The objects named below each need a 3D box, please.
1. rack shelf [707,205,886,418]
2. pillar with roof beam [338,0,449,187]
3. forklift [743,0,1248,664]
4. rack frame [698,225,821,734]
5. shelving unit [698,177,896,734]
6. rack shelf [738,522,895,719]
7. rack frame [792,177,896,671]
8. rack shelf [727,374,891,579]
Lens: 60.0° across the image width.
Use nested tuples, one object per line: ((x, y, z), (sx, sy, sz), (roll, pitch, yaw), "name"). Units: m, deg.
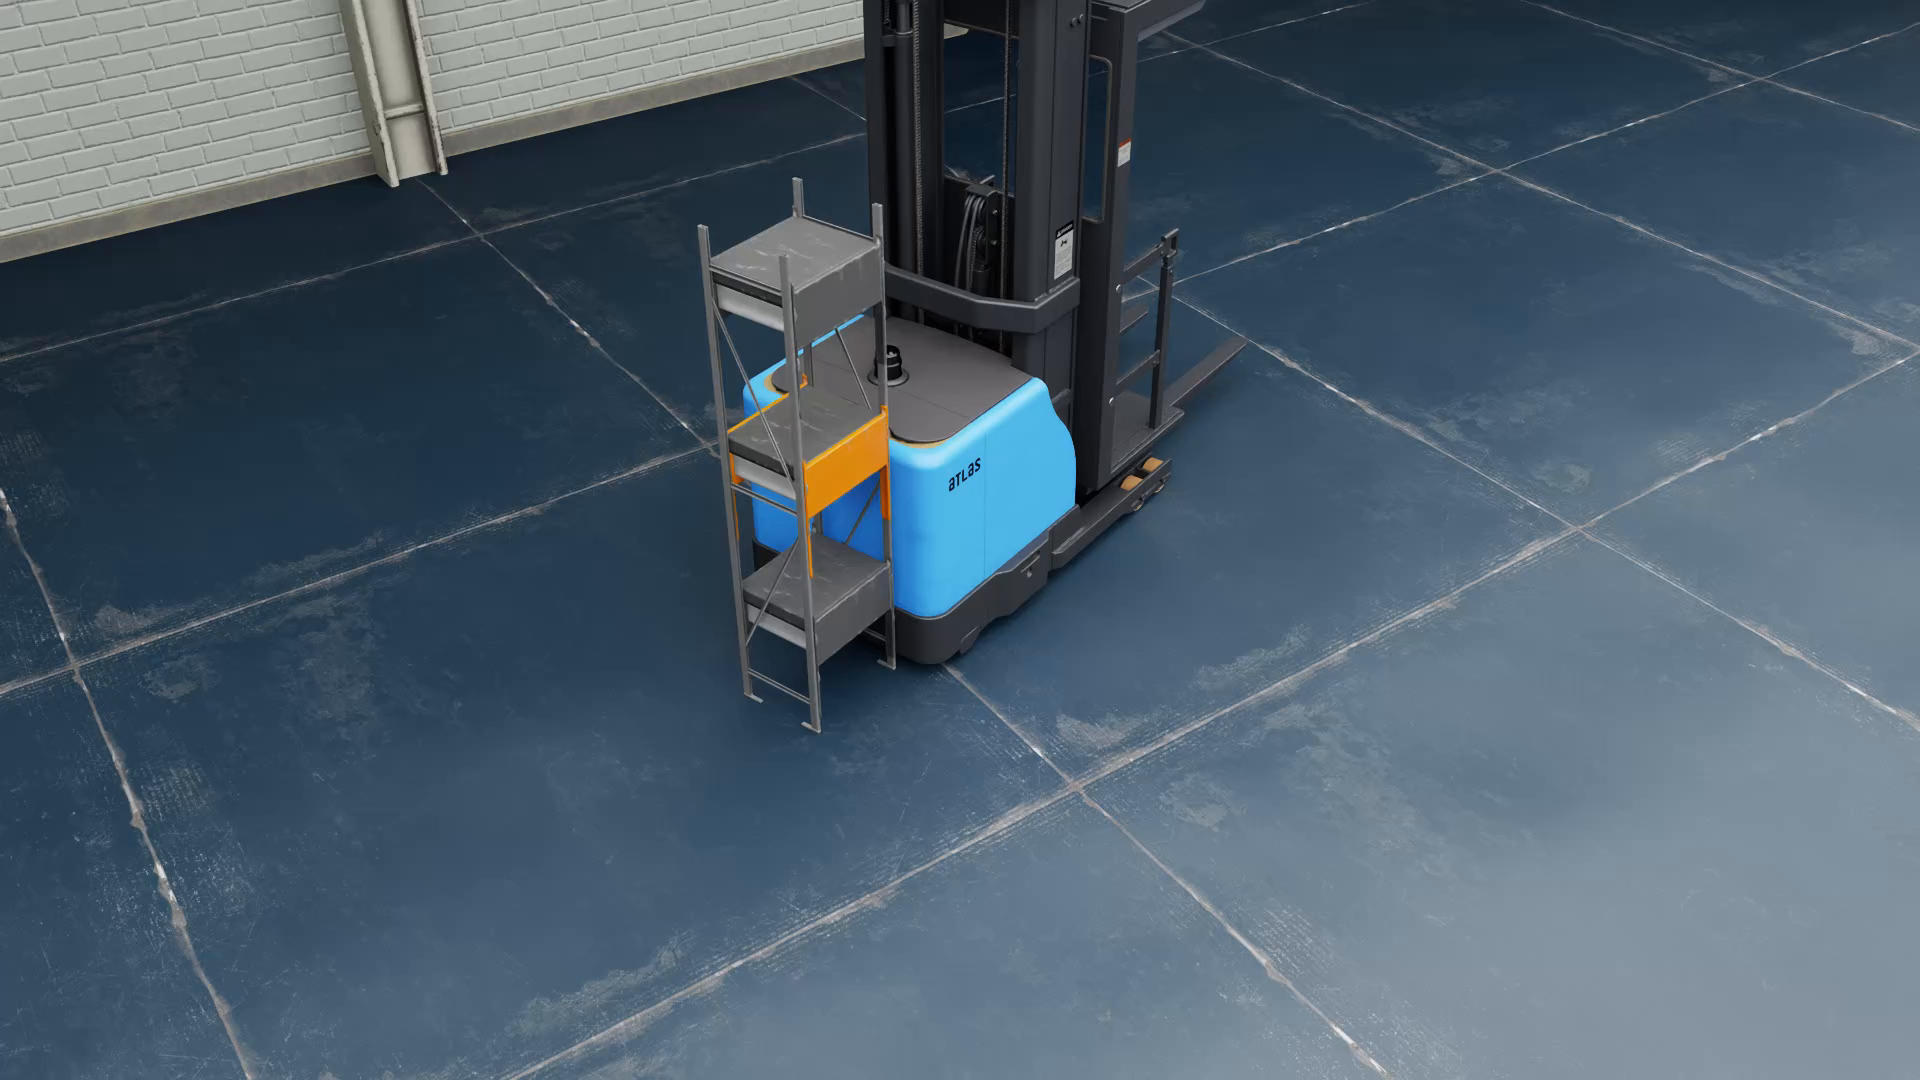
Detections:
((-0.580, -0.818, 5.913), (0.431, 0.518, 0.480), (23, 42, 29), "rack shelf")
((-1.206, -4.070, 5.702), (0.400, 9.000, 9.100), (-22, 41, -28), "pillar with roof beam")
((0.369, -1.482, 7.301), (1.130, 2.935, 3.031), (23, 42, 29), "forklift")
((-0.724, -0.146, 6.154), (0.400, 2.100, 0.015), (23, 42, 29), "rack frame")
((-0.580, -0.260, 6.314), (0.431, 2.100, 0.503), (23, 42, 29), "shelving unit")
((-0.580, 0.319, 6.730), (0.431, 0.518, 0.480), (23, 42, 29), "rack shelf")
((-0.435, -0.375, 6.473), (0.400, 2.100, 0.015), (23, 42, 29), "rack frame")
((-0.580, -0.249, 6.322), (0.431, 0.518, 0.480), (23, 42, 29), "rack shelf")
